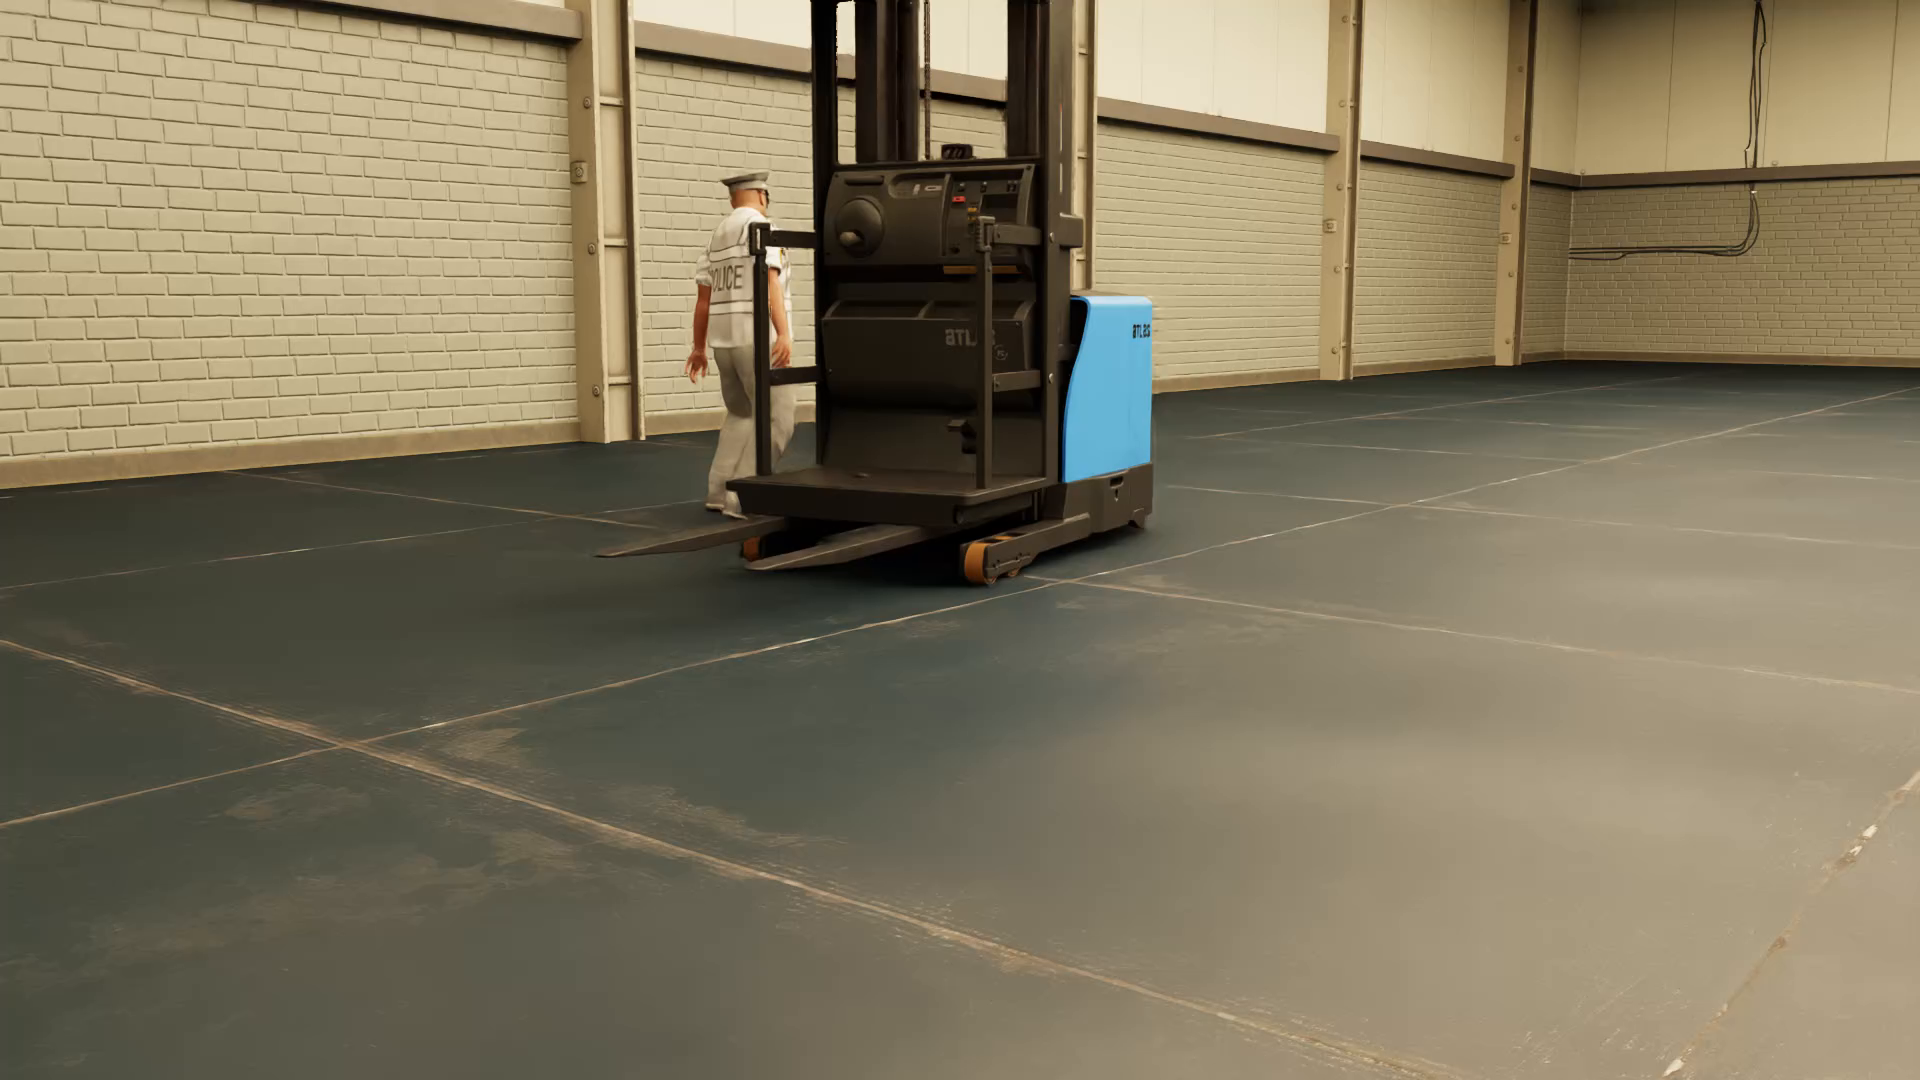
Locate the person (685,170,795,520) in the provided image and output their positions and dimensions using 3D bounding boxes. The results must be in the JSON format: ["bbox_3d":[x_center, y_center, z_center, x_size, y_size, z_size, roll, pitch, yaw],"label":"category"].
[{"bbox_3d":[-1.050,-0.938,8.143,0.461,1.733,0.878,-6,11,-37],"label":"person"}]

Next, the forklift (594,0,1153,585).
[{"bbox_3d":[-0.228,-1.353,6.527,1.130,2.935,3.031,4,9,27],"label":"forklift"}]
